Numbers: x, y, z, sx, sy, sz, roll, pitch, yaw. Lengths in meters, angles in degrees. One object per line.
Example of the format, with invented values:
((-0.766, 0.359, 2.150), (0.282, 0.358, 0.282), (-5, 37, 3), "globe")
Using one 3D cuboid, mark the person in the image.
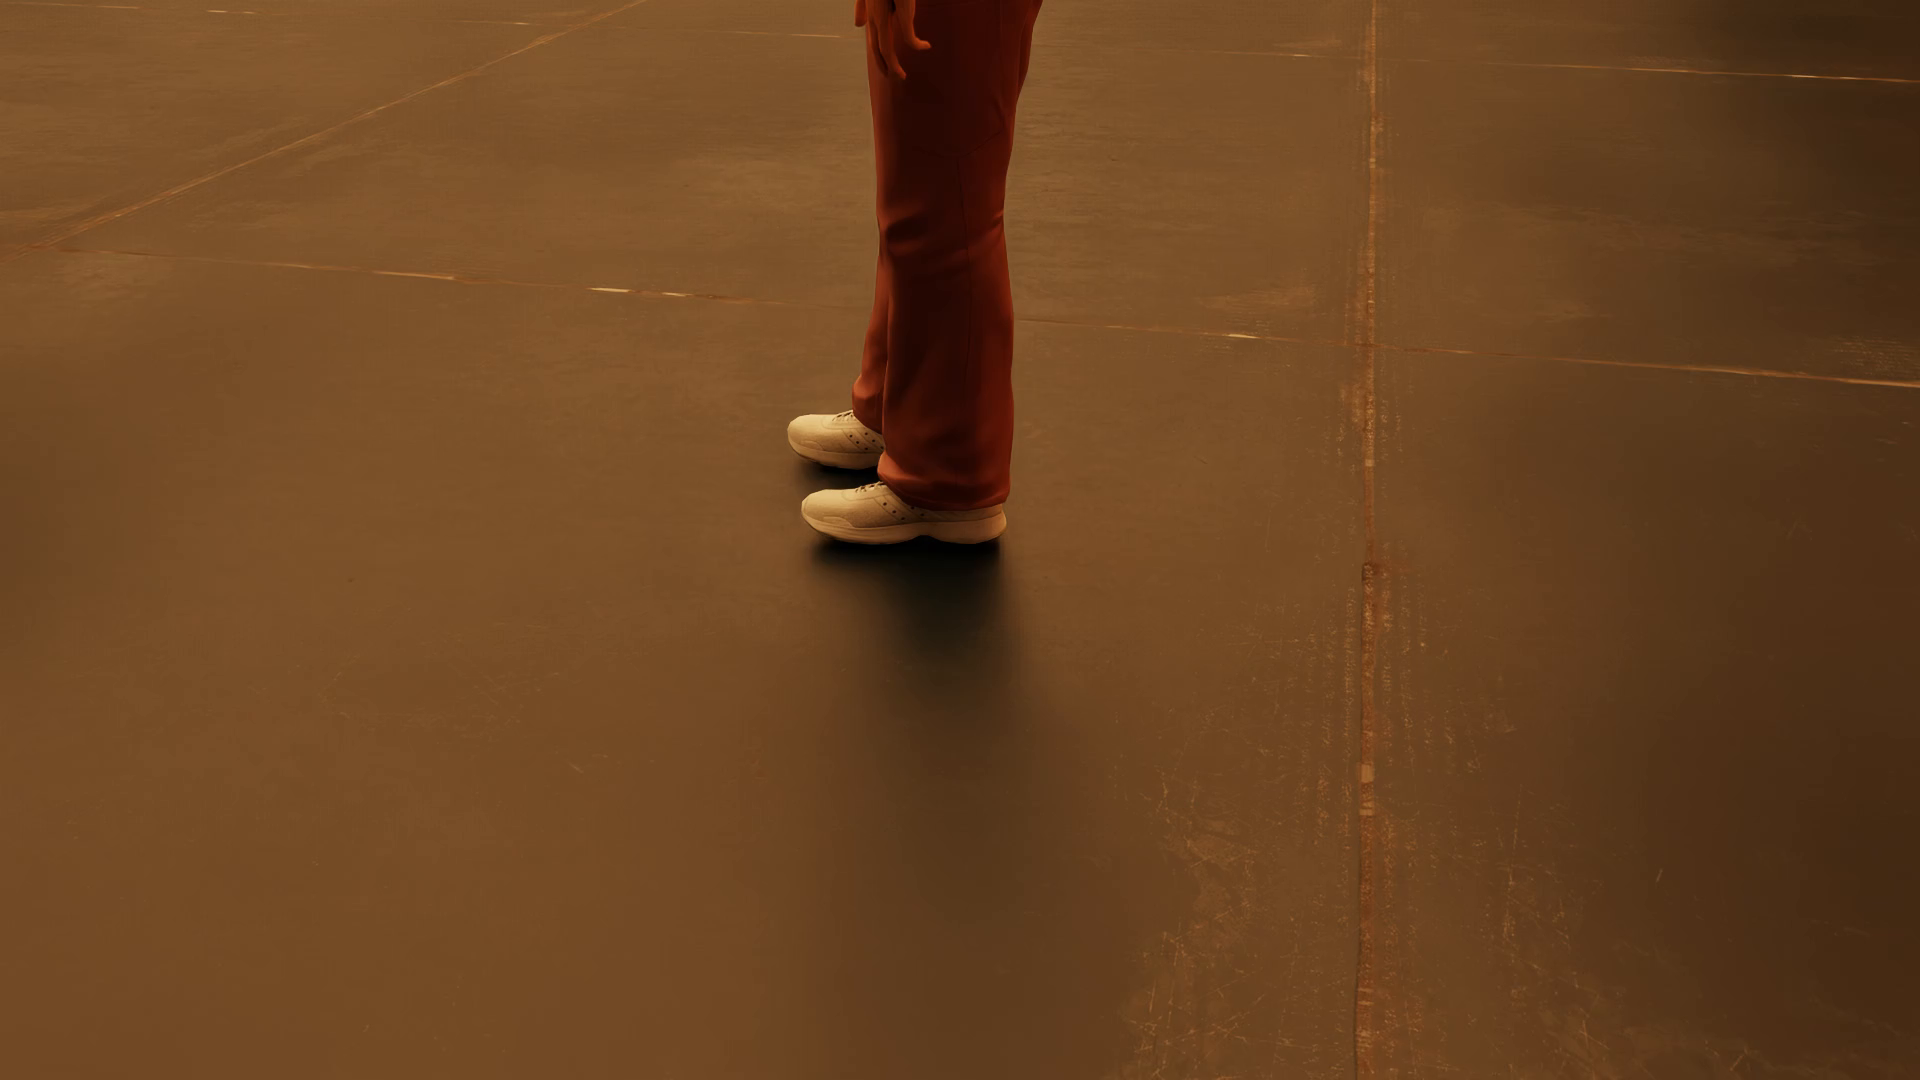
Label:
((-0.070, -0.767, 2.144), (0.548, 1.673, 0.553), (6, 27, 11), "person")
